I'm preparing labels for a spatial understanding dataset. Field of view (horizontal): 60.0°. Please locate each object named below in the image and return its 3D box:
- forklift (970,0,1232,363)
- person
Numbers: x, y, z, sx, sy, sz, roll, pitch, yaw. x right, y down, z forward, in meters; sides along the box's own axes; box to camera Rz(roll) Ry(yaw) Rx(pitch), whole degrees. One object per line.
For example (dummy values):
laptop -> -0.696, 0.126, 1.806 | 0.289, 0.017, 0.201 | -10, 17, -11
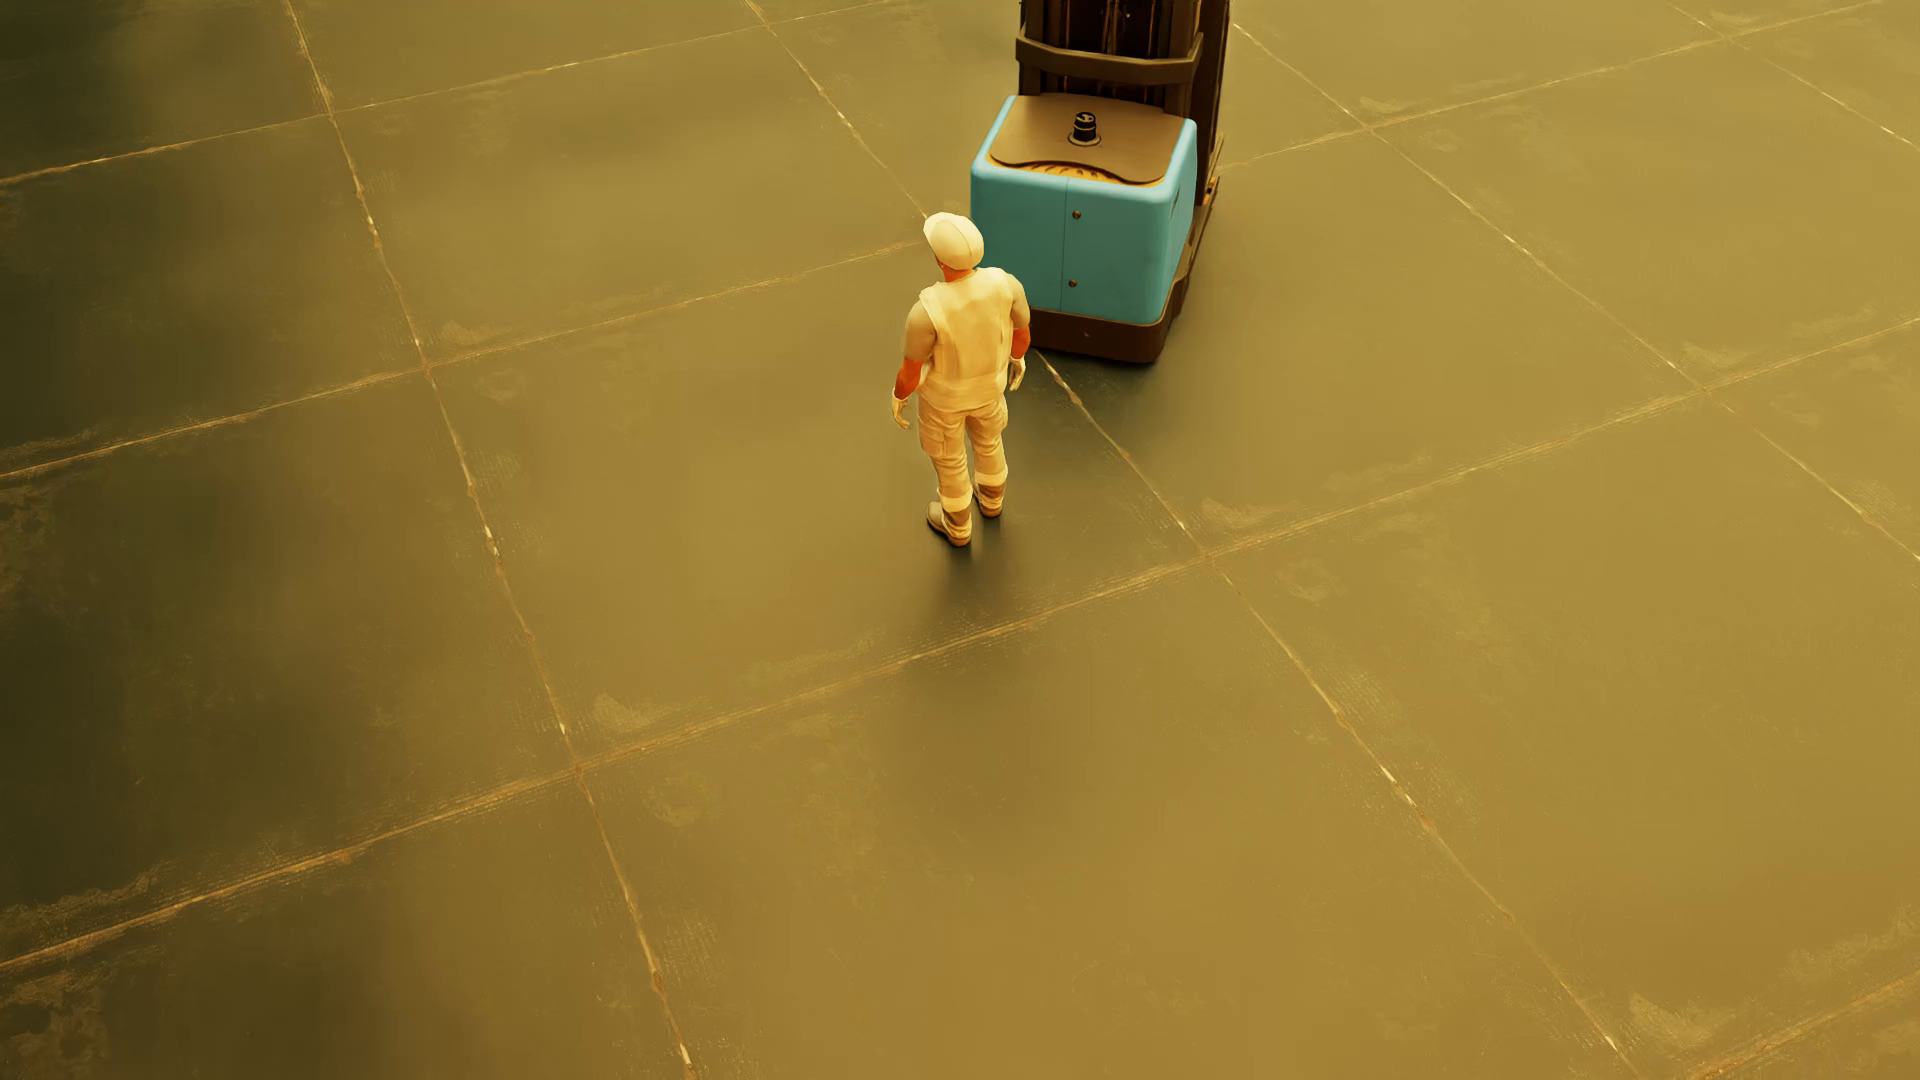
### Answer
forklift -> 0.926, -3.019, 8.915 | 1.130, 2.935, 3.031 | 11, 44, 11
person -> -0.023, -0.712, 7.270 | 0.638, 1.787, 0.564 | -18, 46, -18
